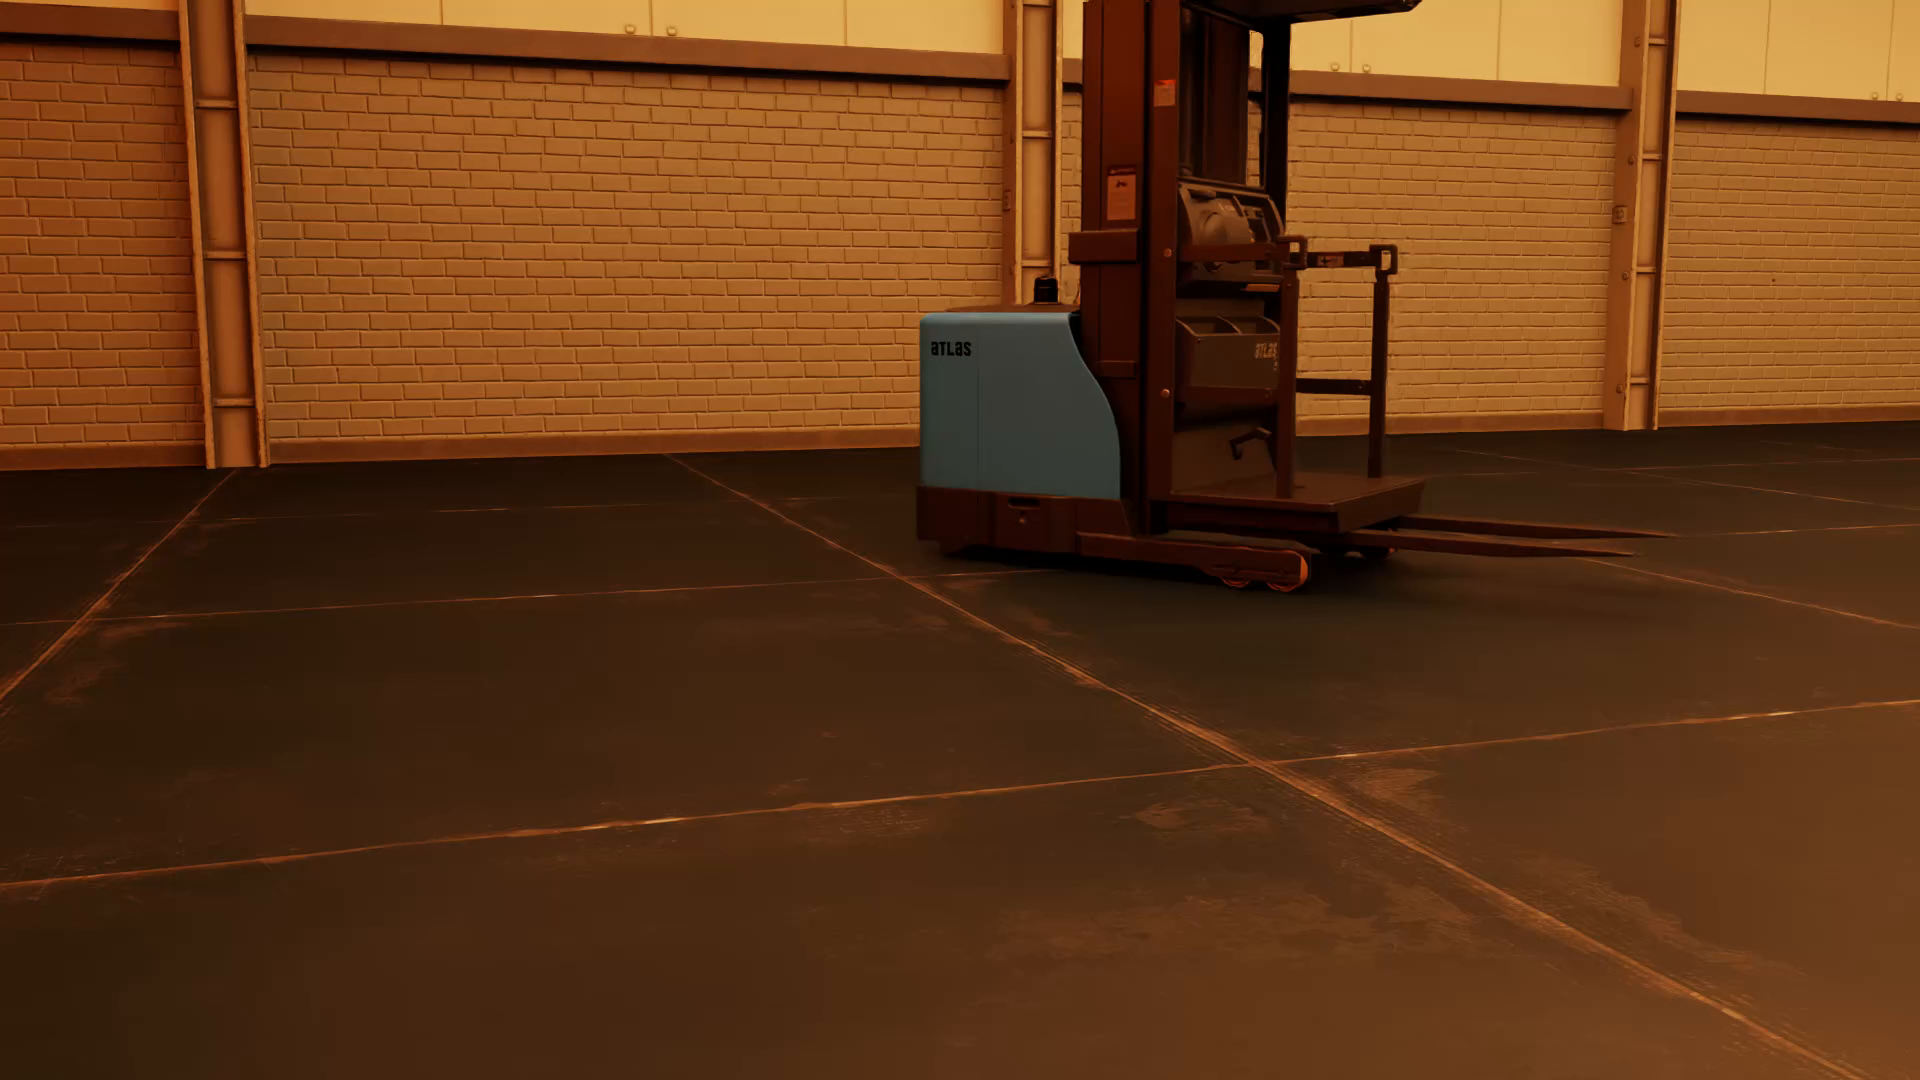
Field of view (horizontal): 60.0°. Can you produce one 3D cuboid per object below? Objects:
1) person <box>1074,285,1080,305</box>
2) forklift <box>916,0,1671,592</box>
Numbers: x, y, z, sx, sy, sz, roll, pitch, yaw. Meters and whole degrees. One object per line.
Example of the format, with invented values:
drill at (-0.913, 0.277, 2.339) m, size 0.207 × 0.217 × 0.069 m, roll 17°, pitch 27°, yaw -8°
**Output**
person at (0.826, -1.024, 9.668) m, size 0.706 × 1.583 × 0.619 m, roll -3°, pitch 8°, yaw -20°
forklift at (1.312, -1.331, 6.831) m, size 3.031 × 2.935 × 1.130 m, roll 5°, pitch 9°, yaw 34°
